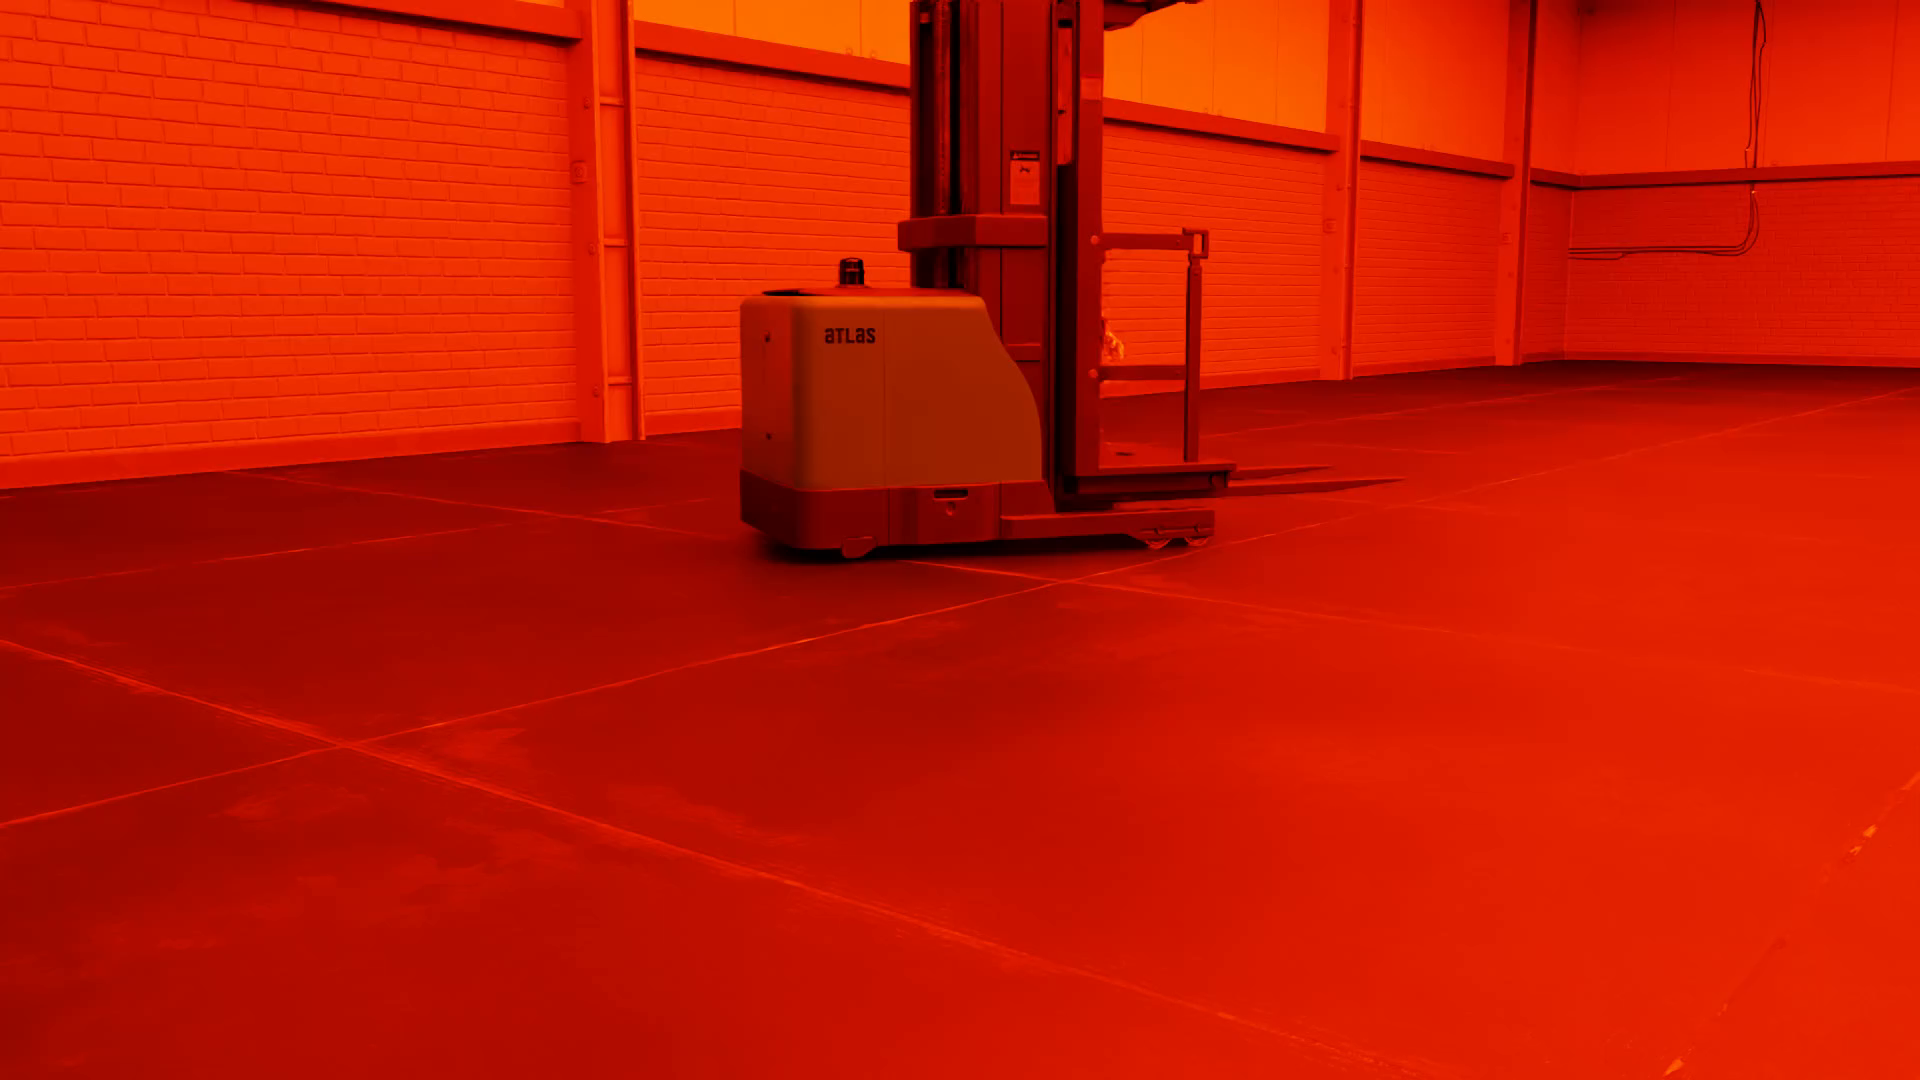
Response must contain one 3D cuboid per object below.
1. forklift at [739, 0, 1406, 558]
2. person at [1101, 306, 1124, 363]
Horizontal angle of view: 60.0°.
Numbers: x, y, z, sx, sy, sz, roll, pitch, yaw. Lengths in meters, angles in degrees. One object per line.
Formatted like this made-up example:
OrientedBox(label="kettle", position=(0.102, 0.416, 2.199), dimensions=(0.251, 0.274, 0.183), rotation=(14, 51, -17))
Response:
OrientedBox(label="forklift", position=(0.578, -1.486, 7.437), dimensions=(3.031, 2.935, 1.130), rotation=(-3, 9, -21))
OrientedBox(label="person", position=(0.466, -1.099, 9.615), dimensions=(1.027, 1.656, 0.502), rotation=(2, 9, 16))
